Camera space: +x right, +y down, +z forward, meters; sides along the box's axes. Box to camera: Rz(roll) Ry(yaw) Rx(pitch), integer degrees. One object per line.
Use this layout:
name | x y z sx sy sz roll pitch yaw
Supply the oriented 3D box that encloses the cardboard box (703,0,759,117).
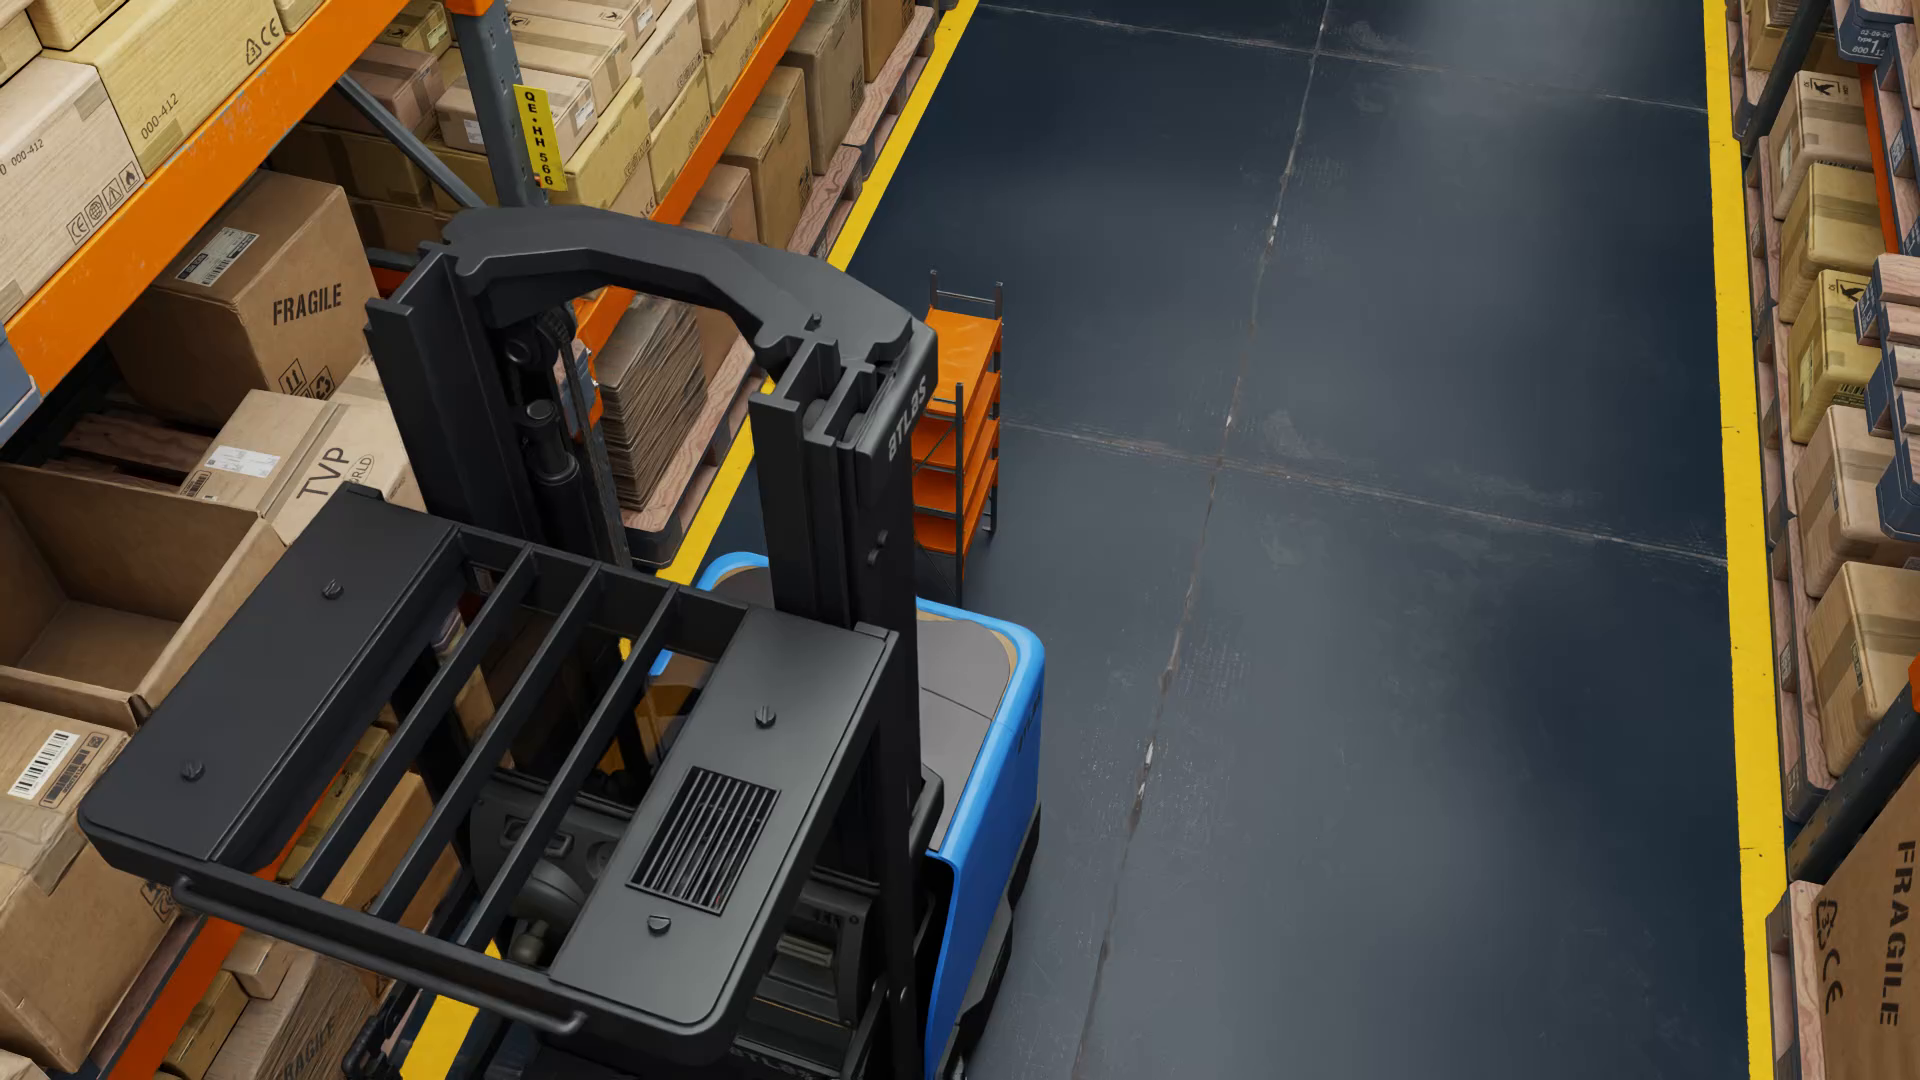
cardboard box | -1.040 -1.783 5.923 0.500 0.250 0.500 10 49 9

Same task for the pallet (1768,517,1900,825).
pallet | 3.339 0.511 5.658 1.003 0.211 1.213 12 50 10

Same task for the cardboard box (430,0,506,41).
cardboard box | -1.680 -1.733 5.280 0.380 0.149 0.250 12 50 10

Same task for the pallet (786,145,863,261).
pallet | -1.081 -1.368 7.317 1.003 0.211 1.213 12 50 10

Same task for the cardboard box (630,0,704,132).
cardboard box | -1.173 -1.574 5.405 0.500 0.250 0.500 13 50 11

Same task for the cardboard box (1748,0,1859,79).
cardboard box | 4.081 -2.450 7.965 0.500 0.250 0.500 14 50 12

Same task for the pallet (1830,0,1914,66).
pallet | 3.843 -2.152 6.277 1.003 0.211 1.213 12 50 10

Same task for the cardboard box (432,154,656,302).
cardboard box | -1.306 -1.047 5.273 0.500 0.250 0.500 12 50 10

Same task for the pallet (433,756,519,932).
pallet | -1.891 0.632 5.552 1.003 0.211 1.213 12 50 10

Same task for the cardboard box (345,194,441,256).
cardboard box | -1.787 -1.150 5.364 0.500 0.250 0.500 11 49 9

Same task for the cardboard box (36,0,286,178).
cardboard box | -1.691 -0.984 3.217 0.500 0.250 0.500 12 50 10

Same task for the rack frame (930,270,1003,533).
rack frame | 0.021 -0.454 5.850 0.240 1.200 0.015 12 50 10

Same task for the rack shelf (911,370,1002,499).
rack shelf | -0.044 -0.381 5.577 0.258 0.148 0.480 12 50 10

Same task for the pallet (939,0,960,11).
pallet | -0.356 -3.361 9.076 1.003 0.211 1.213 12 50 10

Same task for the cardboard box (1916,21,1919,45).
cardboard box | 3.484 -1.703 5.640 0.380 0.149 0.250 12 50 10

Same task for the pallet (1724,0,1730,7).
pallet | 4.646 -3.195 8.929 1.003 0.211 1.213 12 50 10

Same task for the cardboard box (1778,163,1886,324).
cardboard box | 3.863 -1.109 6.701 0.950 0.372 0.625 14 50 12

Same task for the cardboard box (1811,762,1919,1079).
cardboard box | 2.869 1.201 4.327 0.875 0.875 0.875 11 50 10

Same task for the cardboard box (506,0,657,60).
cardboard box | -1.178 -1.628 5.187 0.380 0.149 0.250 13 50 11

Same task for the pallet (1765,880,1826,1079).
pallet | 2.851 1.631 4.669 1.003 0.211 1.213 12 50 10

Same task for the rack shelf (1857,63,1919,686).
rack shelf | 3.658 -1.055 5.661 1.077 0.370 4.000 12 50 10

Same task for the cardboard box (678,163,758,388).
cardboard box | -1.316 -1.099 6.523 0.875 0.625 0.625 13 50 11

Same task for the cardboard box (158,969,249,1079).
cardboard box | -2.034 1.178 4.164 0.380 0.149 0.250 12 50 10

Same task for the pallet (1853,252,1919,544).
pallet | 3.216 -0.320 4.660 1.213 0.211 1.003 12 50 10

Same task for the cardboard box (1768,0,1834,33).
cardboard box | 4.081 -2.698 7.684 0.500 0.500 0.500 11 49 10

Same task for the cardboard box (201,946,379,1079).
cardboard box | -1.958 1.331 4.462 0.500 0.500 0.500 10 49 9

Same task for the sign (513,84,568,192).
sign | -1.132 -1.080 4.483 0.100 0.325 0.005 12 50 10

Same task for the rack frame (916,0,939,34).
rack frame | -0.605 -3.717 7.530 1.000 3.000 0.127 12 50 10

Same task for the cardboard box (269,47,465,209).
cardboard box | -1.808 -1.319 5.180 0.500 0.250 0.500 13 50 11

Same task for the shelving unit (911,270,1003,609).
shelving unit | -0.044 -0.277 5.694 0.258 1.200 0.503 12 50 10

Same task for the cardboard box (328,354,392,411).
cardboard box | -1.461 -0.329 4.427 0.380 0.149 0.250 12 50 11

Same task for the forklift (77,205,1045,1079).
forklift | -0.712 0.919 3.484 1.130 2.935 3.031 15 50 13

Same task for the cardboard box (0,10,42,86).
cardboard box | -1.837 -0.867 2.848 0.380 0.149 0.250 12 50 10

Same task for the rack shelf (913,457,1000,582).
rack shelf | -0.044 -0.101 5.894 0.258 0.148 0.480 12 50 10

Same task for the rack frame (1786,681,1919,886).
rack frame | 3.131 0.153 4.114 1.000 3.000 0.127 12 50 10

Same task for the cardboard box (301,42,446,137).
cardboard box | -1.768 -1.347 4.938 0.380 0.149 0.250 13 50 11

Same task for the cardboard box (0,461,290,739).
cardboard box | -1.909 0.220 3.706 0.797 0.503 0.637 11 49 9

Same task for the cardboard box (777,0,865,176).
cardboard box | -0.944 -2.131 7.434 0.875 0.625 0.625 11 50 10

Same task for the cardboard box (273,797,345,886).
cardboard box | -1.876 0.805 4.493 0.380 0.149 0.250 11 49 9

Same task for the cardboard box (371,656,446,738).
cardboard box | -1.698 0.442 4.813 0.380 0.149 0.250 10 49 9

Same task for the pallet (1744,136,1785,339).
pallet | 3.981 -1.254 7.216 1.003 0.211 1.213 12 50 10

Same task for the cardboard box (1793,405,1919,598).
cardboard box | 3.476 -0.058 5.773 0.950 0.372 0.625 11 49 9

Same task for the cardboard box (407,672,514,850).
cardboard box | -1.704 0.573 5.131 0.500 0.500 0.500 11 49 9

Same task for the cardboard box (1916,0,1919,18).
cardboard box | 3.510 -2.011 5.479 0.500 0.500 0.500 11 50 10

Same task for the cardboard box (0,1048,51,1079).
cardboard box | -1.975 1.046 3.136 0.396 0.266 0.258 14 50 12

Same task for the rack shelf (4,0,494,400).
rack shelf | -2.185 -0.131 2.845 1.077 0.370 4.000 12 50 10

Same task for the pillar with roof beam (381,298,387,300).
pillar with roof beam | 1.969 -3.080 2.966 9.100 9.000 0.400 12 50 10

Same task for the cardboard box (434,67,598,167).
cardboard box | -1.290 -1.244 4.848 0.380 0.149 0.250 13 50 11
